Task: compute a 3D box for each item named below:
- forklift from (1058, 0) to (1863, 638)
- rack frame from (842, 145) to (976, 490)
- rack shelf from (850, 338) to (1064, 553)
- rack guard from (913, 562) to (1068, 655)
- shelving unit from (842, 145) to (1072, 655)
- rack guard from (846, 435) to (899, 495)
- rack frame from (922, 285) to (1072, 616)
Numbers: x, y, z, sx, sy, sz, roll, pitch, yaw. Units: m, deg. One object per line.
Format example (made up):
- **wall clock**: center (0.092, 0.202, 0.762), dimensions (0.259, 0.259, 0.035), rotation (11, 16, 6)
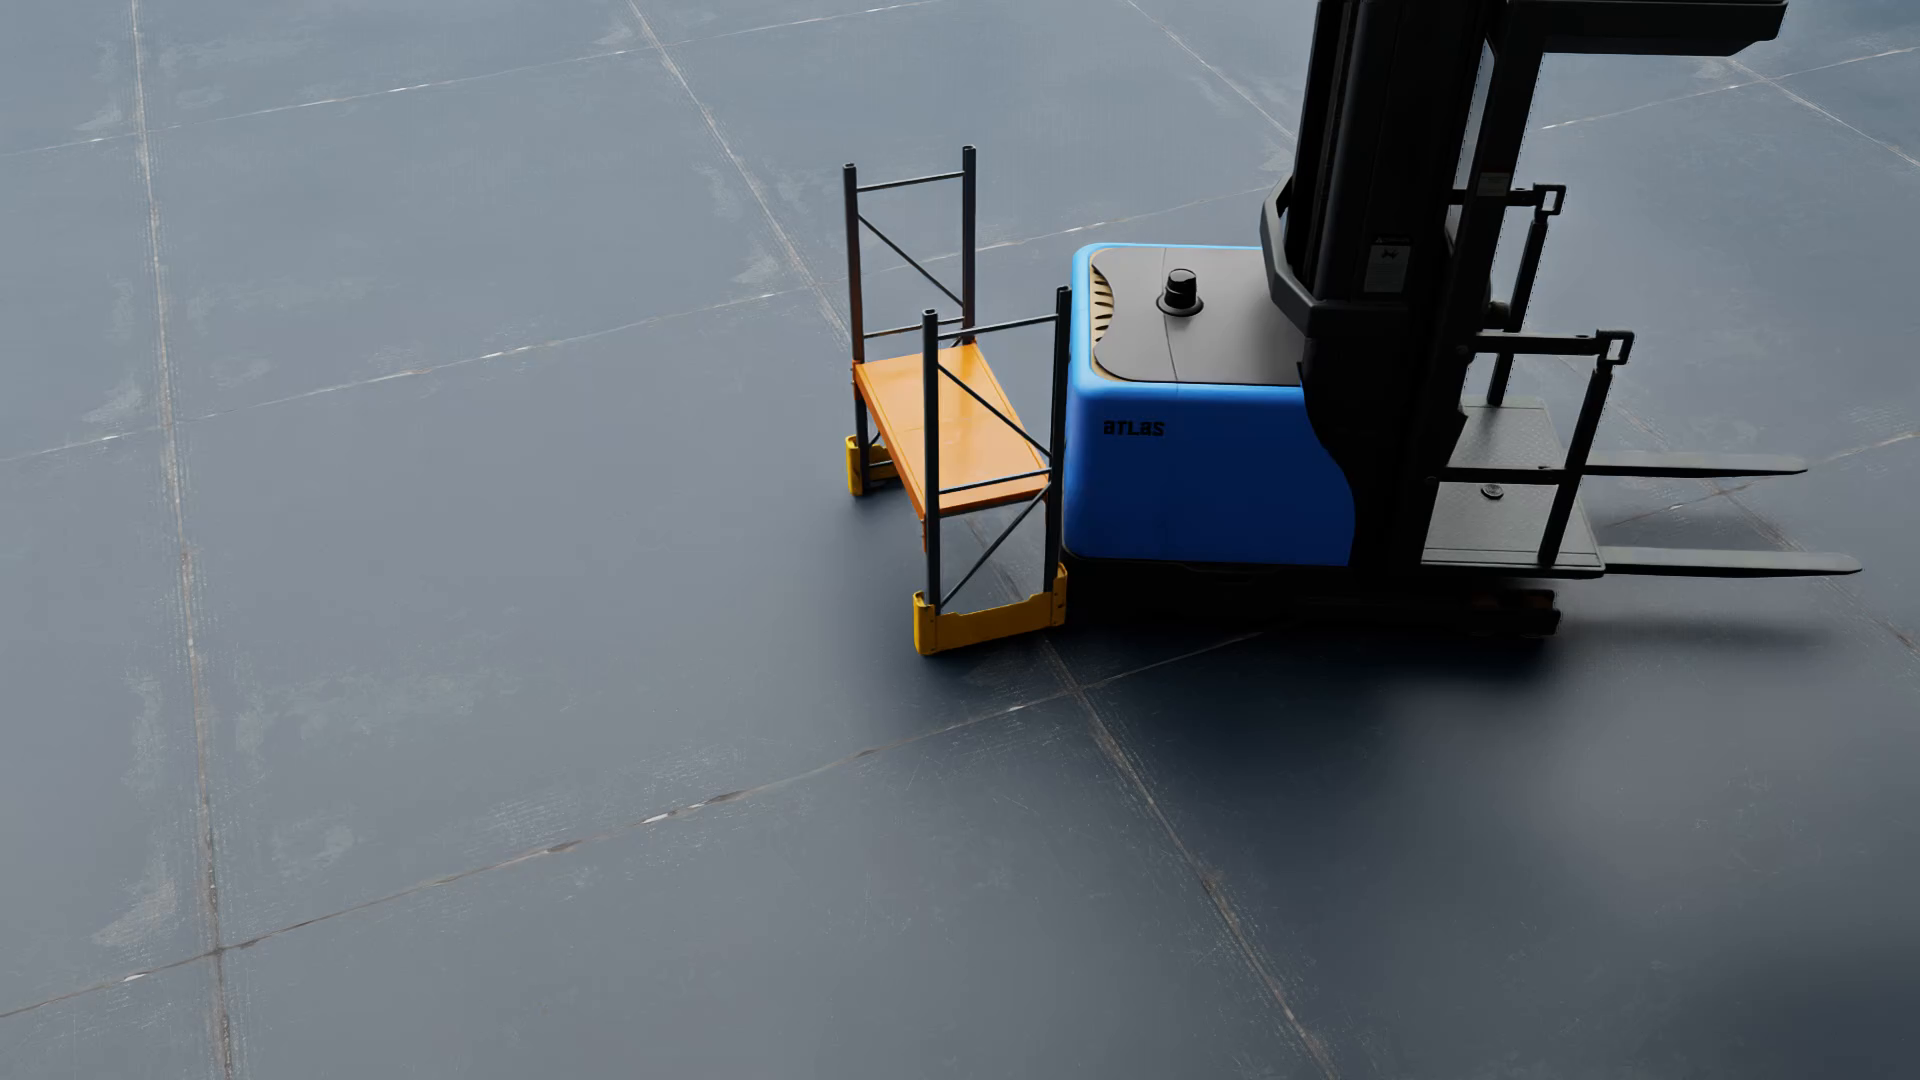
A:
- **forklift**: center (1.914, -1.096, 5.776), dimensions (3.031, 2.935, 1.130), rotation (2, 41, 2)
- **rack frame**: center (-0.184, -0.835, 6.571), dimensions (0.500, 1.500, 0.032), rotation (-12, 42, -13)
- **rack shelf**: center (-0.031, -0.383, 6.321), dimensions (0.538, 0.185, 1.000), rotation (-12, 42, -13)
- **rack guard**: center (0.116, 0.259, 6.258), dimensions (0.587, 0.250, 0.087), rotation (-12, 42, -13)
- **shelving unit**: center (-0.034, -0.525, 6.210), dimensions (0.587, 1.500, 1.083), rotation (-12, 42, -13)
- **rack guard**: center (-0.184, -0.361, 6.978), dimensions (0.587, 0.250, 0.087), rotation (-12, 42, -13)
- **rack frame**: center (0.121, -0.203, 5.836), dimensions (0.500, 1.500, 0.032), rotation (-12, 42, -13)
